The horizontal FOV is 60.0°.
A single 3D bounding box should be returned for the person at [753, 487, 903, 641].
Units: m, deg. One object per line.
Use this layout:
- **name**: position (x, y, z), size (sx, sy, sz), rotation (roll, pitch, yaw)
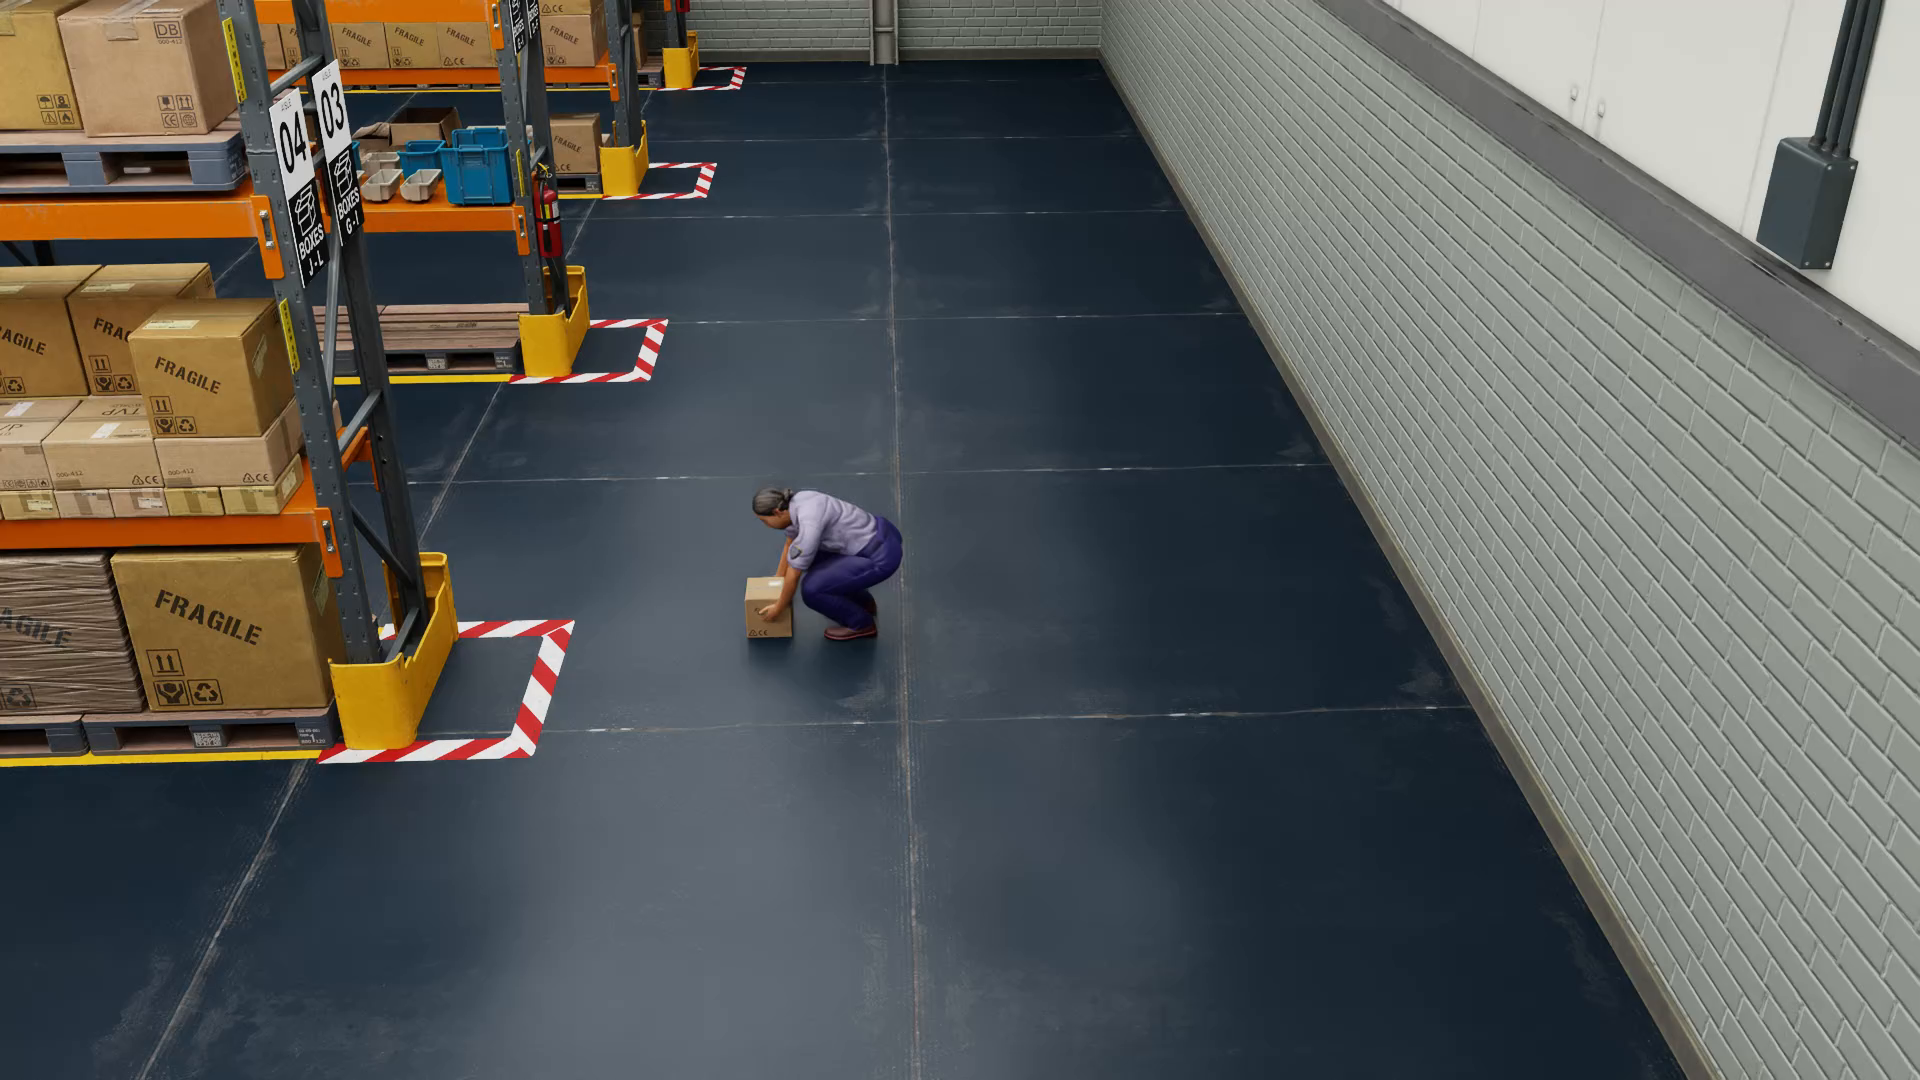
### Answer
- **person**: position (-0.730, 0.091, 9.274), size (0.822, 0.902, 0.526), rotation (-1, 28, -3)
